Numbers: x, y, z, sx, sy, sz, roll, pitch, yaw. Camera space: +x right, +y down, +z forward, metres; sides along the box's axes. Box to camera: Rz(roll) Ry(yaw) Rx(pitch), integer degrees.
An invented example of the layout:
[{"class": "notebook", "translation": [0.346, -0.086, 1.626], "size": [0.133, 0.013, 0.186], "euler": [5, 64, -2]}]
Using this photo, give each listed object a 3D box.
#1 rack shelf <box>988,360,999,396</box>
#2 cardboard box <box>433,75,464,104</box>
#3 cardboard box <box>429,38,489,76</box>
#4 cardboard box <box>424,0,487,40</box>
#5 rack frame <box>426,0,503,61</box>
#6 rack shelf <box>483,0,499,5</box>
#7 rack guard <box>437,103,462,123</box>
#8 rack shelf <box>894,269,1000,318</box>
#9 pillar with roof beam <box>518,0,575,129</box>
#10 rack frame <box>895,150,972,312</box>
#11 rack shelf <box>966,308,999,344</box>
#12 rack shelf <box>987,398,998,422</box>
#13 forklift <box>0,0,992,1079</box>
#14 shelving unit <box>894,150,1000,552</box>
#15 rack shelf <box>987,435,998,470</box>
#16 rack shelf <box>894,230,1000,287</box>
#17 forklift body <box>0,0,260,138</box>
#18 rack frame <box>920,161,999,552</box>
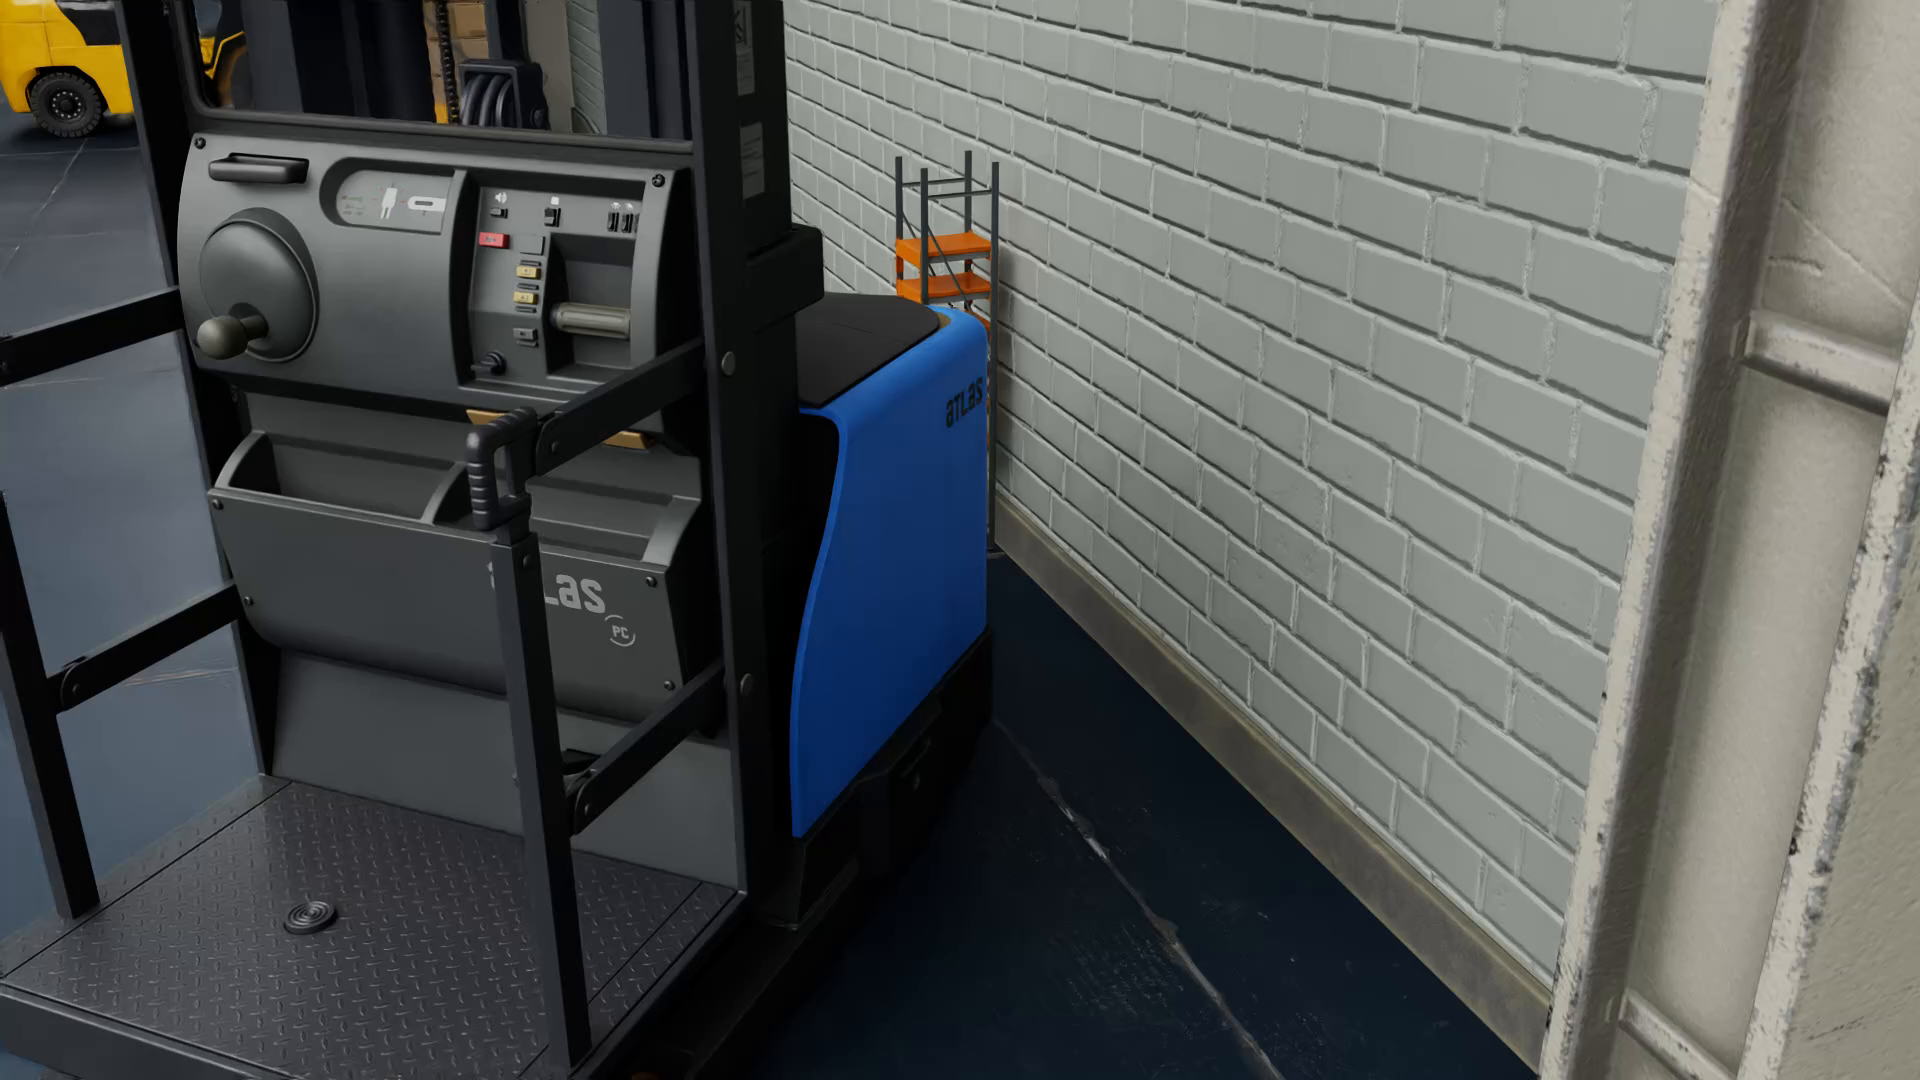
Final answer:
[{"class": "rack shelf", "translation": [-0.039, -0.492, 4.980], "size": [0.258, 0.103, 0.180], "euler": [-10, 26, -22]}, {"class": "cardboard box", "translation": [-3.737, -3.353, 12.343], "size": [0.500, 0.250, 0.500], "euler": [-8, 24, -19]}, {"class": "cardboard box", "translation": [-3.718, -3.577, 12.232], "size": [0.500, 0.250, 0.500], "euler": [-8, 24, -18]}, {"class": "cardboard box", "translation": [-3.739, -3.809, 12.138], "size": [0.500, 0.250, 0.500], "euler": [-9, 24, -20]}, {"class": "rack frame", "translation": [-3.746, -4.221, 11.403], "size": [1.000, 3.000, 0.127], "euler": [-8, 24, -19]}, {"class": "rack shelf", "translation": [-4.453, -4.616, 13.267], "size": [1.077, 0.370, 4.000], "euler": [-8, 24, -19]}, {"class": "rack guard", "translation": [-3.738, -3.061, 11.868], "size": [1.175, 0.500, 0.348], "euler": [-8, 24, -19]}, {"class": "rack shelf", "translation": [-0.039, -0.711, 4.884], "size": [0.258, 0.103, 0.180], "euler": [-10, 26, -22]}, {"class": "pillar with roof beam", "translation": [-7.176, -6.772, 9.730], "size": [9.100, 9.000, 0.400], "euler": [-8, 24, -19]}, {"class": "rack frame", "translation": [-0.077, -0.566, 5.039], "size": [0.240, 1.200, 0.006], "euler": [-10, 26, -22]}, {"class": "rack shelf", "translation": [-0.039, -0.601, 4.932], "size": [0.258, 0.103, 0.180], "euler": [-10, 26, -22]}, {"class": "rack shelf", "translation": [-0.040, -0.382, 5.029], "size": [0.258, 0.103, 0.180], "euler": [-10, 26, -22]}, {"class": "forklift", "translation": [-0.942, -0.414, 2.458], "size": [1.130, 2.935, 3.031], "euler": [9, 24, 20]}, {"class": "shelving unit", "translation": [-0.039, -0.532, 4.963], "size": [0.258, 1.200, 0.189], "euler": [-10, 26, -22]}, {"class": "rack shelf", "translation": [-0.040, -0.272, 5.077], "size": [0.258, 0.103, 0.180], "euler": [-10, 26, -22]}, {"class": "rack shelf", "translation": [-0.039, -0.821, 4.835], "size": [0.258, 0.103, 0.180], "euler": [-10, 26, -22]}, {"class": "forklift body", "translation": [-6.123, -4.269, 12.609], "size": [2.313, 2.155, 1.214], "euler": [-8, 24, -19]}, {"class": "rack frame", "translation": [-0.001, -0.499, 4.886], "size": [0.240, 1.200, 0.006], "euler": [-10, 26, -22]}]
